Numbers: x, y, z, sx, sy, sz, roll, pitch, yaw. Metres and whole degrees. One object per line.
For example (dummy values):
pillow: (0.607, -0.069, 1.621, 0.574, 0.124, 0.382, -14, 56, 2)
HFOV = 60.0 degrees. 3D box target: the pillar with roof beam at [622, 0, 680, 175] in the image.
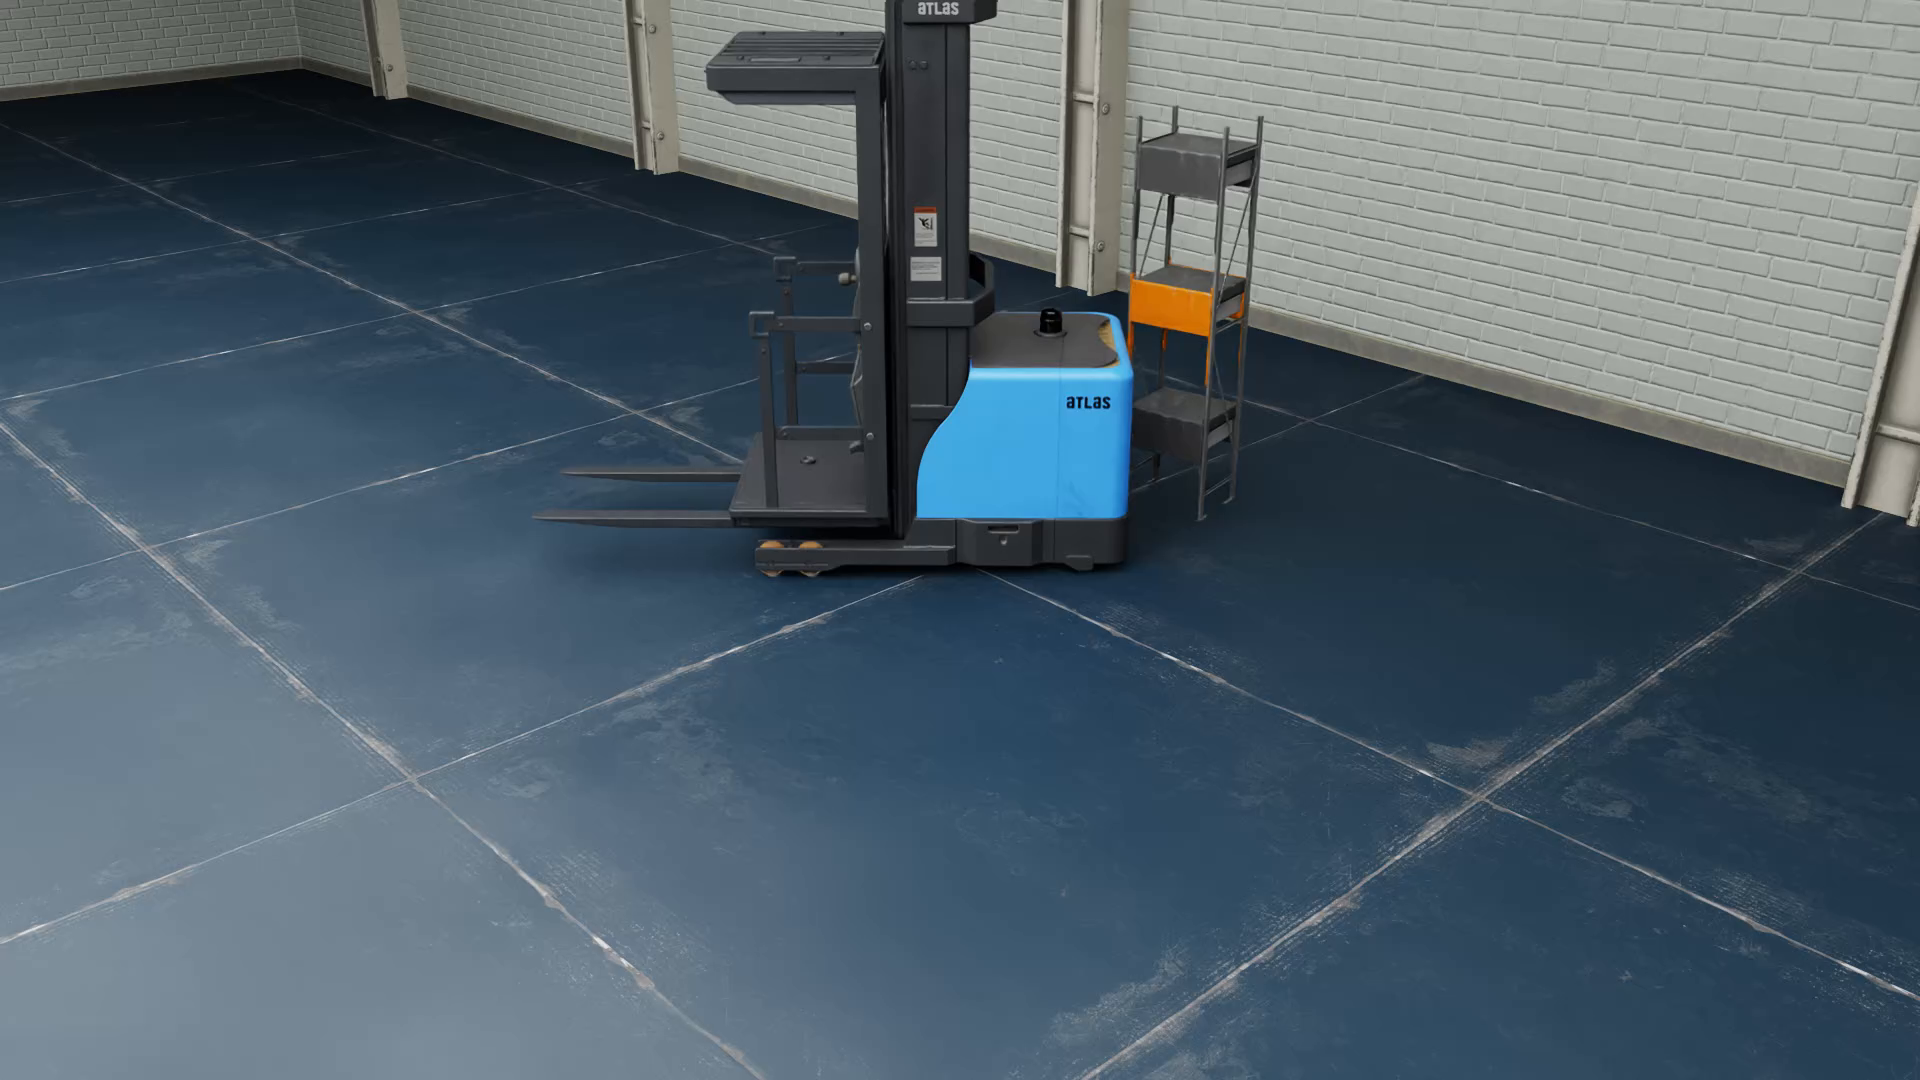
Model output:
pillar with roof beam: (-6.244, -6.681, 12.553, 9.100, 9.000, 0.400, -21, 32, -38)

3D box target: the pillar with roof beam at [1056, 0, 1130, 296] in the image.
pillar with roof beam: (-2.143, -4.863, 8.569, 9.100, 9.000, 0.400, -21, 32, -38)

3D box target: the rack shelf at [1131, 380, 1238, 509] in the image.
rack shelf: (1.206, -0.530, 9.098, 0.480, 0.518, 0.431, 17, 30, 32)

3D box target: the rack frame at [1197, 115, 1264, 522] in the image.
rack frame: (1.405, -1.118, 8.670, 0.015, 2.100, 0.400, 17, 30, 32)

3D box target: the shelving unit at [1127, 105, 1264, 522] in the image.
shelving unit: (1.207, -1.178, 8.801, 0.503, 2.100, 0.431, 17, 30, 32)

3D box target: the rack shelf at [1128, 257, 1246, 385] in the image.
rack shelf: (1.207, -1.166, 8.806, 0.480, 0.518, 0.431, 17, 30, 32)

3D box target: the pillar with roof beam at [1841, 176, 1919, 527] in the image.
pillar with roof beam: (1.957, -3.046, 4.584, 9.100, 9.000, 0.400, -21, 32, -38)

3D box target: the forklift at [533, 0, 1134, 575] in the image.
forklift: (-0.659, -1.375, 8.232, 3.031, 2.935, 1.130, 0, 25, 1)

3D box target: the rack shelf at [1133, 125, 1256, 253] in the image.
rack shelf: (1.208, -1.802, 8.514, 0.480, 0.518, 0.431, 17, 30, 32)

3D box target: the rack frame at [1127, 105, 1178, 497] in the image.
rack frame: (1.010, -1.238, 8.931, 0.015, 2.100, 0.400, 17, 30, 32)

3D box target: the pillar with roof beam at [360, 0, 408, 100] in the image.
pillar with roof beam: (-10.345, -8.499, 16.538, 9.100, 9.000, 0.400, -21, 32, -38)
